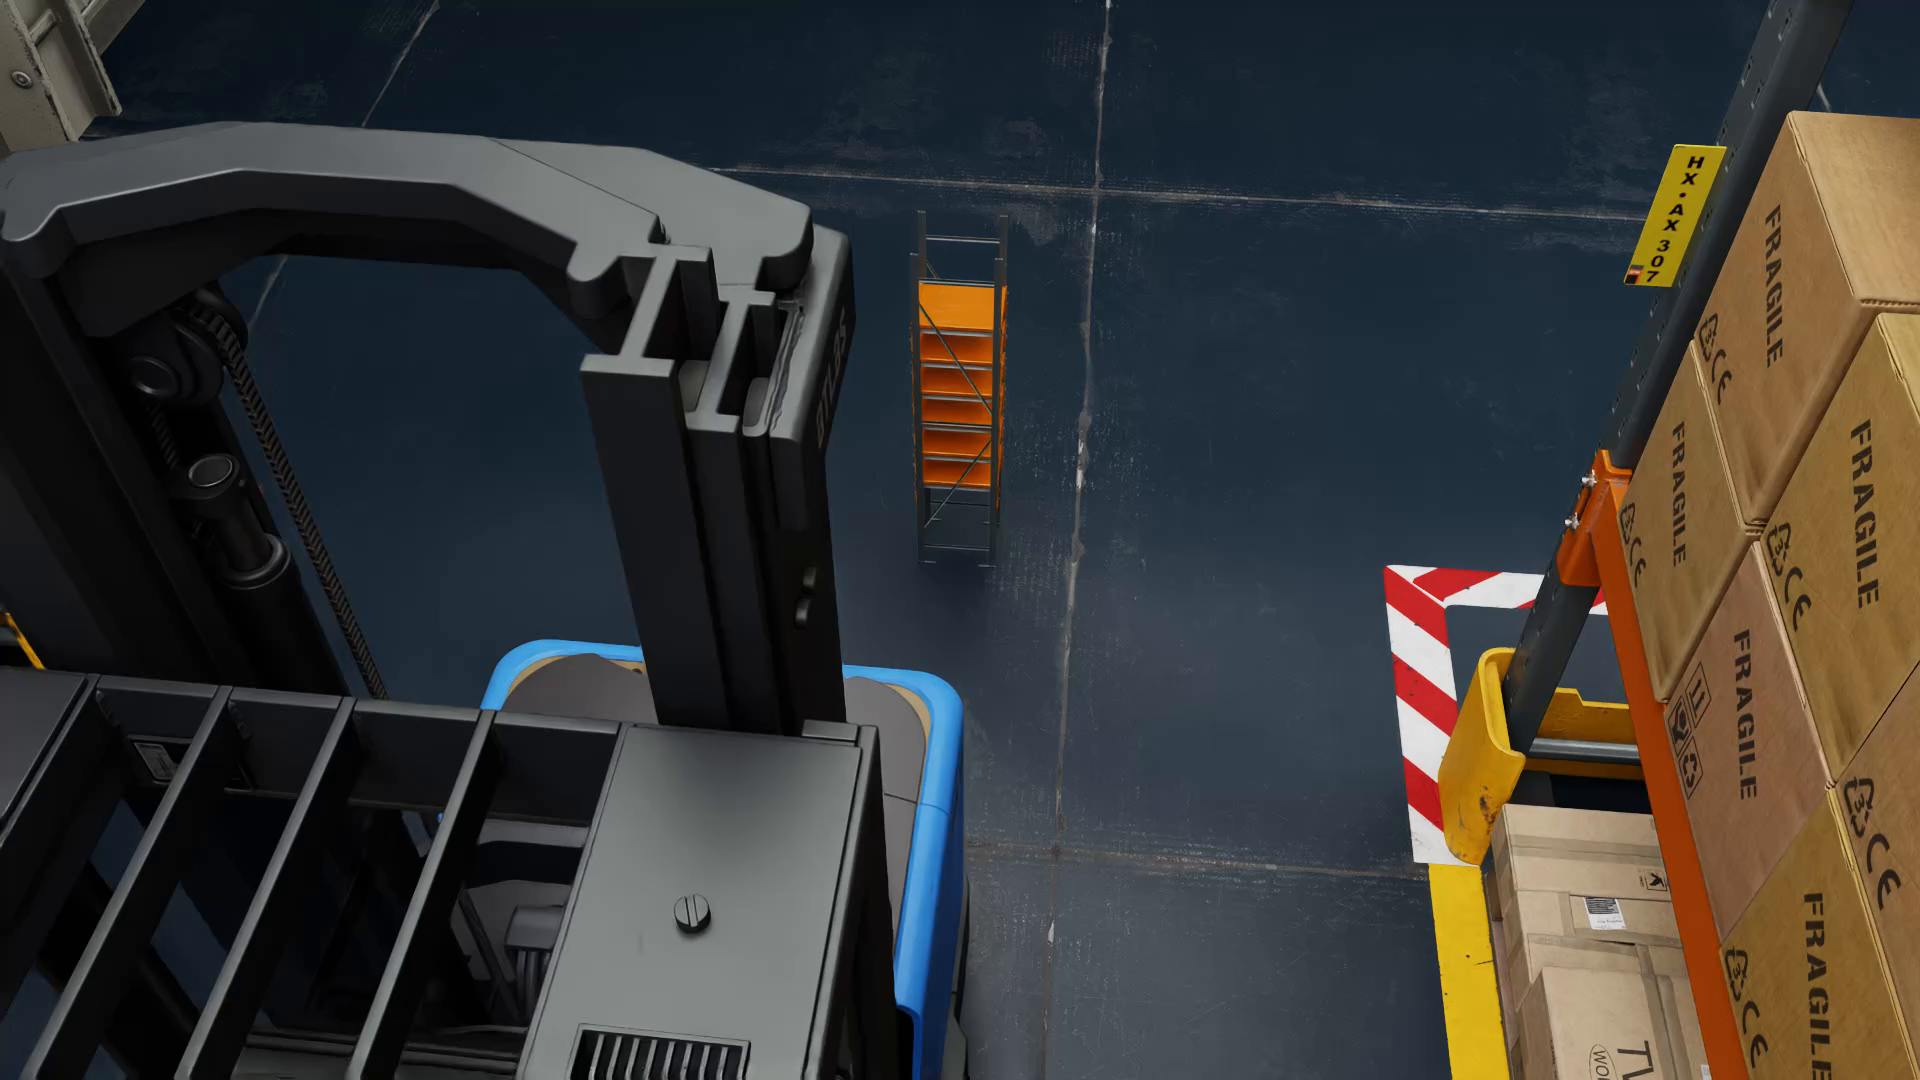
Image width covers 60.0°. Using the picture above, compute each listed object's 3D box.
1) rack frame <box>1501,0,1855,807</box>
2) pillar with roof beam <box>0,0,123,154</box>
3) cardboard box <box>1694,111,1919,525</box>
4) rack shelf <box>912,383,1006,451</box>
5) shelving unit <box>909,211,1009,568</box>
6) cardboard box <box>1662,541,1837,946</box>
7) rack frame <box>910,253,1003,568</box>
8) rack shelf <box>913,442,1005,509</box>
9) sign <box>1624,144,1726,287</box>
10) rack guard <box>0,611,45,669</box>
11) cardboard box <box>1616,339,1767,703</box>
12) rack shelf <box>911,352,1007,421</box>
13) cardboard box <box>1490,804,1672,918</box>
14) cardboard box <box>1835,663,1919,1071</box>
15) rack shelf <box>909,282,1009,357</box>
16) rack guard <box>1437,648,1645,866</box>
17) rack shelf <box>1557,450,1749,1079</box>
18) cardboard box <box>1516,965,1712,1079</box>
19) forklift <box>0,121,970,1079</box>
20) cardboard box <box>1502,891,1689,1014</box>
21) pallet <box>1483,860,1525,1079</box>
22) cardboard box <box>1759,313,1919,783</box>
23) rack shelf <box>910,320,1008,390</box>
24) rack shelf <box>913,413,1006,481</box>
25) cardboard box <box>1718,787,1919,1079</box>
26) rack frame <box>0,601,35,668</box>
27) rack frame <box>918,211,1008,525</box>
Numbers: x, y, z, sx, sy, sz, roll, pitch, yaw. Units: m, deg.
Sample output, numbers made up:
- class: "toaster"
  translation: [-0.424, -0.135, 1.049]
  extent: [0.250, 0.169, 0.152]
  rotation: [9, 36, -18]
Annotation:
- class: "rack frame"
  translation: [1.914, -0.290, 3.482]
  extent: [1.000, 3.000, 0.127]
  rotation: [4, 48, 4]
- class: "pillar with roof beam"
  translation: [0.653, -4.398, 3.174]
  extent: [9.100, 9.000, 0.400]
  rotation: [4, 48, 4]
- class: "cardboard box"
  translation: [1.611, -0.353, 2.794]
  extent: [0.500, 0.500, 0.500]
  rotation: [5, 48, 5]
- class: "rack shelf"
  translation: [-0.001, -0.364, 4.830]
  extent: [0.258, 0.103, 0.180]
  rotation: [4, 48, 4]
- class: "shelving unit"
  translation: [-0.001, -0.394, 4.798]
  extent: [0.258, 1.200, 0.189]
  rotation: [4, 48, 4]
- class: "cardboard box"
  translation: [1.570, 0.364, 2.816]
  extent: [0.500, 0.500, 0.500]
  rotation: [3, 48, 3]
- class: "rack frame"
  translation: [-0.010, -0.327, 4.736]
  extent: [0.240, 1.200, 0.006]
  rotation: [4, 48, 4]
- class: "rack shelf"
  translation: [-0.001, -0.202, 5.007]
  extent: [0.258, 0.103, 0.180]
  rotation: [4, 48, 4]
- class: "sign"
  translation: [1.374, -0.618, 3.196]
  extent: [0.100, 0.325, 0.005]
  rotation: [4, 48, 4]
- class: "rack guard"
  translation: [-3.017, 0.206, 4.723]
  extent: [1.175, 0.500, 0.348]
  rotation: [4, 48, 4]
- class: "cardboard box"
  translation: [1.611, -0.015, 3.163]
  extent: [0.500, 0.500, 0.500]
  rotation: [5, 48, 4]
- class: "rack shelf"
  translation: [-0.001, -0.445, 4.742]
  extent: [0.258, 0.103, 0.180]
  rotation: [4, 48, 4]
- class: "cardboard box"
  translation: [1.534, 0.808, 4.112]
  extent: [0.380, 0.149, 0.250]
  rotation: [4, 48, 4]
- class: "cardboard box"
  translation: [1.521, 0.399, 2.107]
  extent: [0.500, 0.500, 0.500]
  rotation: [4, 48, 4]
- class: "rack shelf"
  translation: [-0.001, -0.607, 4.565]
  extent: [0.258, 0.103, 0.180]
  rotation: [4, 48, 4]
- class: "rack guard"
  translation: [1.907, 0.610, 4.354]
  extent: [1.175, 0.500, 0.348]
  rotation: [4, 48, 4]
- class: "rack shelf"
  translation: [1.732, 1.423, 2.404]
  extent: [1.077, 0.370, 4.000]
  rotation: [4, 48, 4]
- class: "cardboard box"
  translation: [1.537, 1.238, 3.651]
  extent: [0.500, 0.250, 0.500]
  rotation: [4, 48, 4]
- class: "forklift"
  translation: [-0.654, 1.064, 2.290]
  extent: [1.130, 2.935, 3.031]
  rotation: [5, 48, 4]
- class: "cardboard box"
  translation: [1.511, 0.986, 3.937]
  extent: [0.380, 0.166, 0.250]
  rotation: [4, 48, 4]
- class: "pallet"
  translation: [1.836, 1.293, 3.924]
  extent: [1.003, 0.211, 1.213]
  rotation: [4, 48, 4]
- class: "cardboard box"
  translation: [1.571, 0.032, 2.443]
  extent: [0.500, 0.500, 0.500]
  rotation: [4, 48, 4]
- class: "rack shelf"
  translation: [-0.001, -0.526, 4.653]
  extent: [0.258, 0.103, 0.180]
  rotation: [4, 48, 4]
- class: "rack shelf"
  translation: [-0.001, -0.283, 4.919]
  extent: [0.258, 0.103, 0.180]
  rotation: [4, 48, 4]
- class: "cardboard box"
  translation: [1.521, 0.733, 2.479]
  extent: [0.500, 0.500, 0.500]
  rotation: [4, 48, 3]
- class: "rack frame"
  translation: [-3.019, -0.620, 3.785]
  extent: [1.000, 3.000, 0.127]
  rotation: [4, 48, 4]
- class: "rack frame"
  translation: [0.007, -0.462, 4.859]
  extent: [0.240, 1.200, 0.006]
  rotation: [4, 48, 4]
